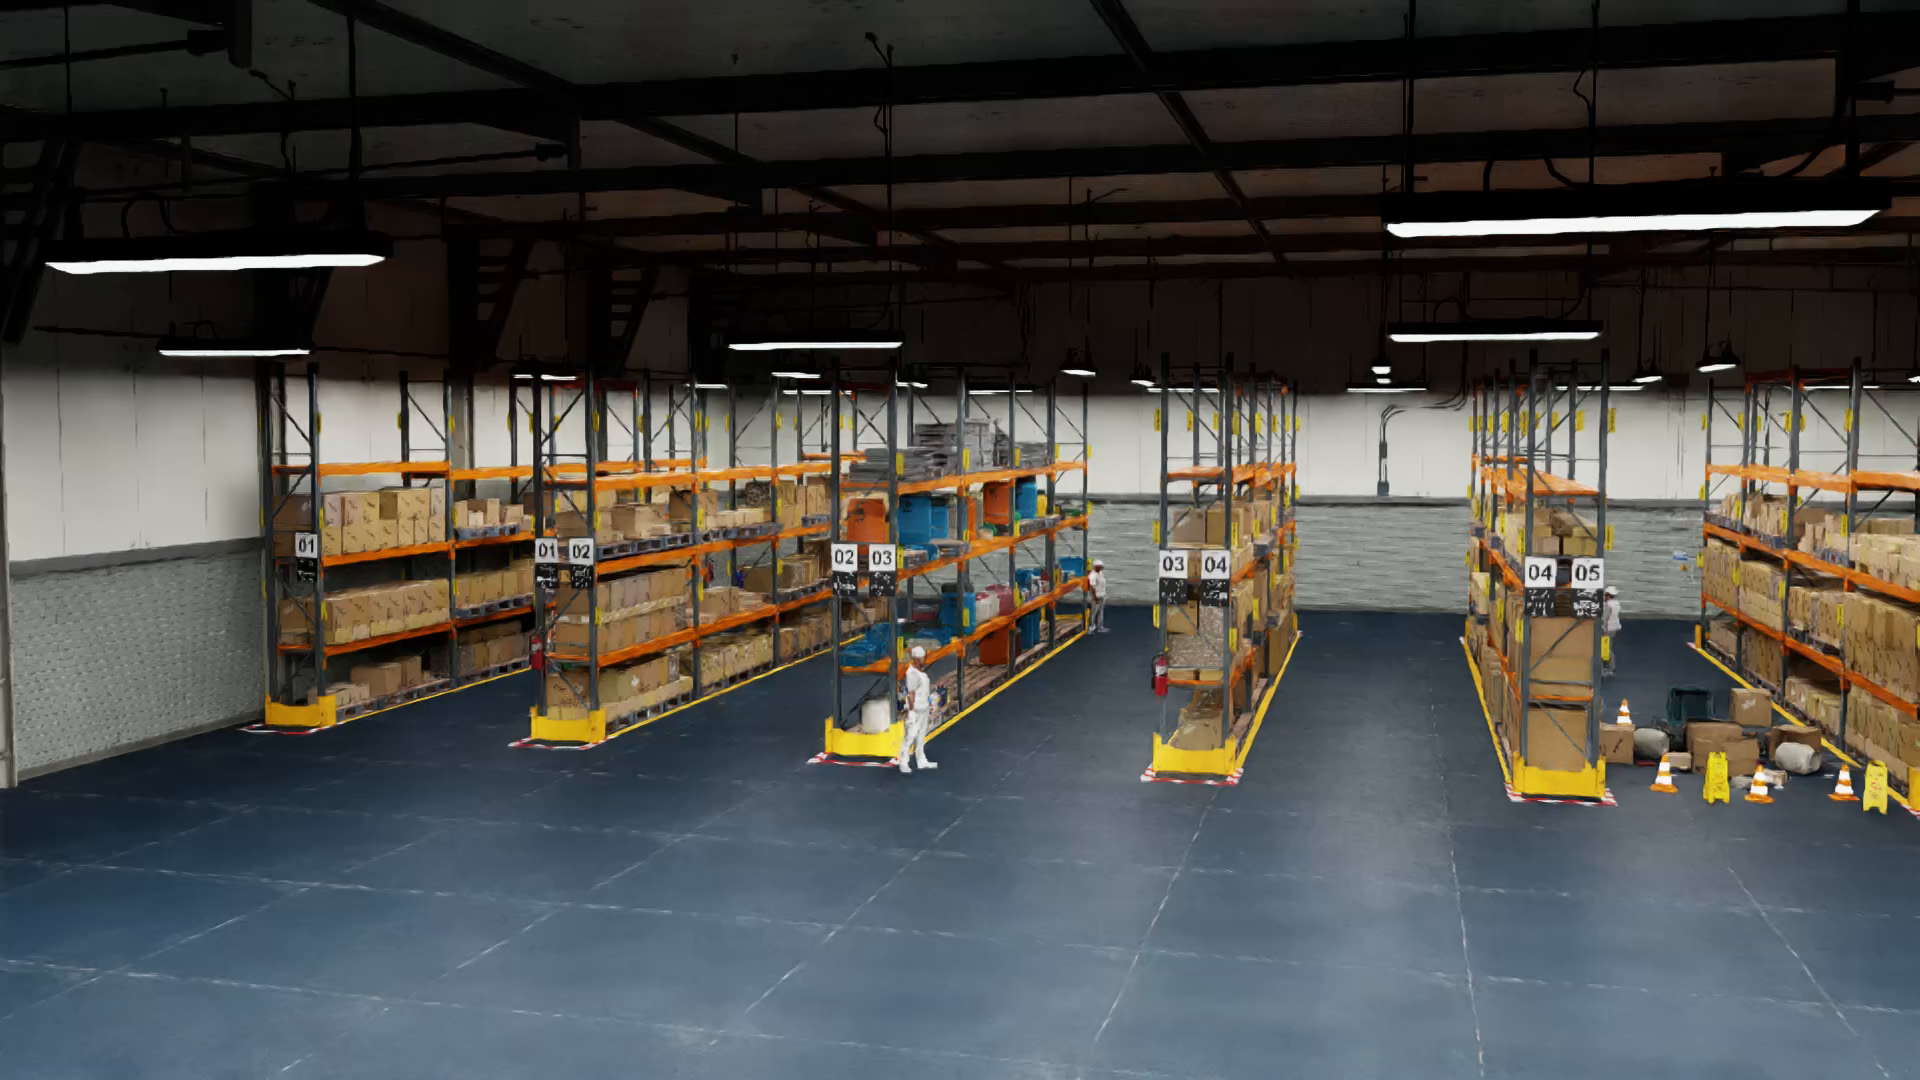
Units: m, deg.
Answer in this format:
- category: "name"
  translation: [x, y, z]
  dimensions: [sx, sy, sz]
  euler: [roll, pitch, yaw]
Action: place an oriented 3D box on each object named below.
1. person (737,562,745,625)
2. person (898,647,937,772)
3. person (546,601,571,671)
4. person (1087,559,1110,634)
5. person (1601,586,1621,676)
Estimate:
- category: "person"
  translation: [-5.332, 1.331, 40.928]
  dimensions: [0.592, 1.604, 0.513]
  euler: [1, 4, 13]
- category: "person"
  translation: [-0.612, 2.421, 23.949]
  dimensions: [0.510, 1.780, 0.730]
  euler: [1, 4, 9]
- category: "person"
  translation: [-7.532, 1.916, 31.424]
  dimensions: [0.528, 1.727, 1.030]
  euler: [0, 4, 7]
- category: "person"
  translation: [3.264, 1.327, 39.476]
  dimensions: [0.387, 1.764, 0.715]
  euler: [3, 5, 32]
- category: "person"
  translation: [12.809, 1.787, 32.930]
  dimensions: [0.499, 1.774, 0.578]
  euler: [4, 6, 43]
